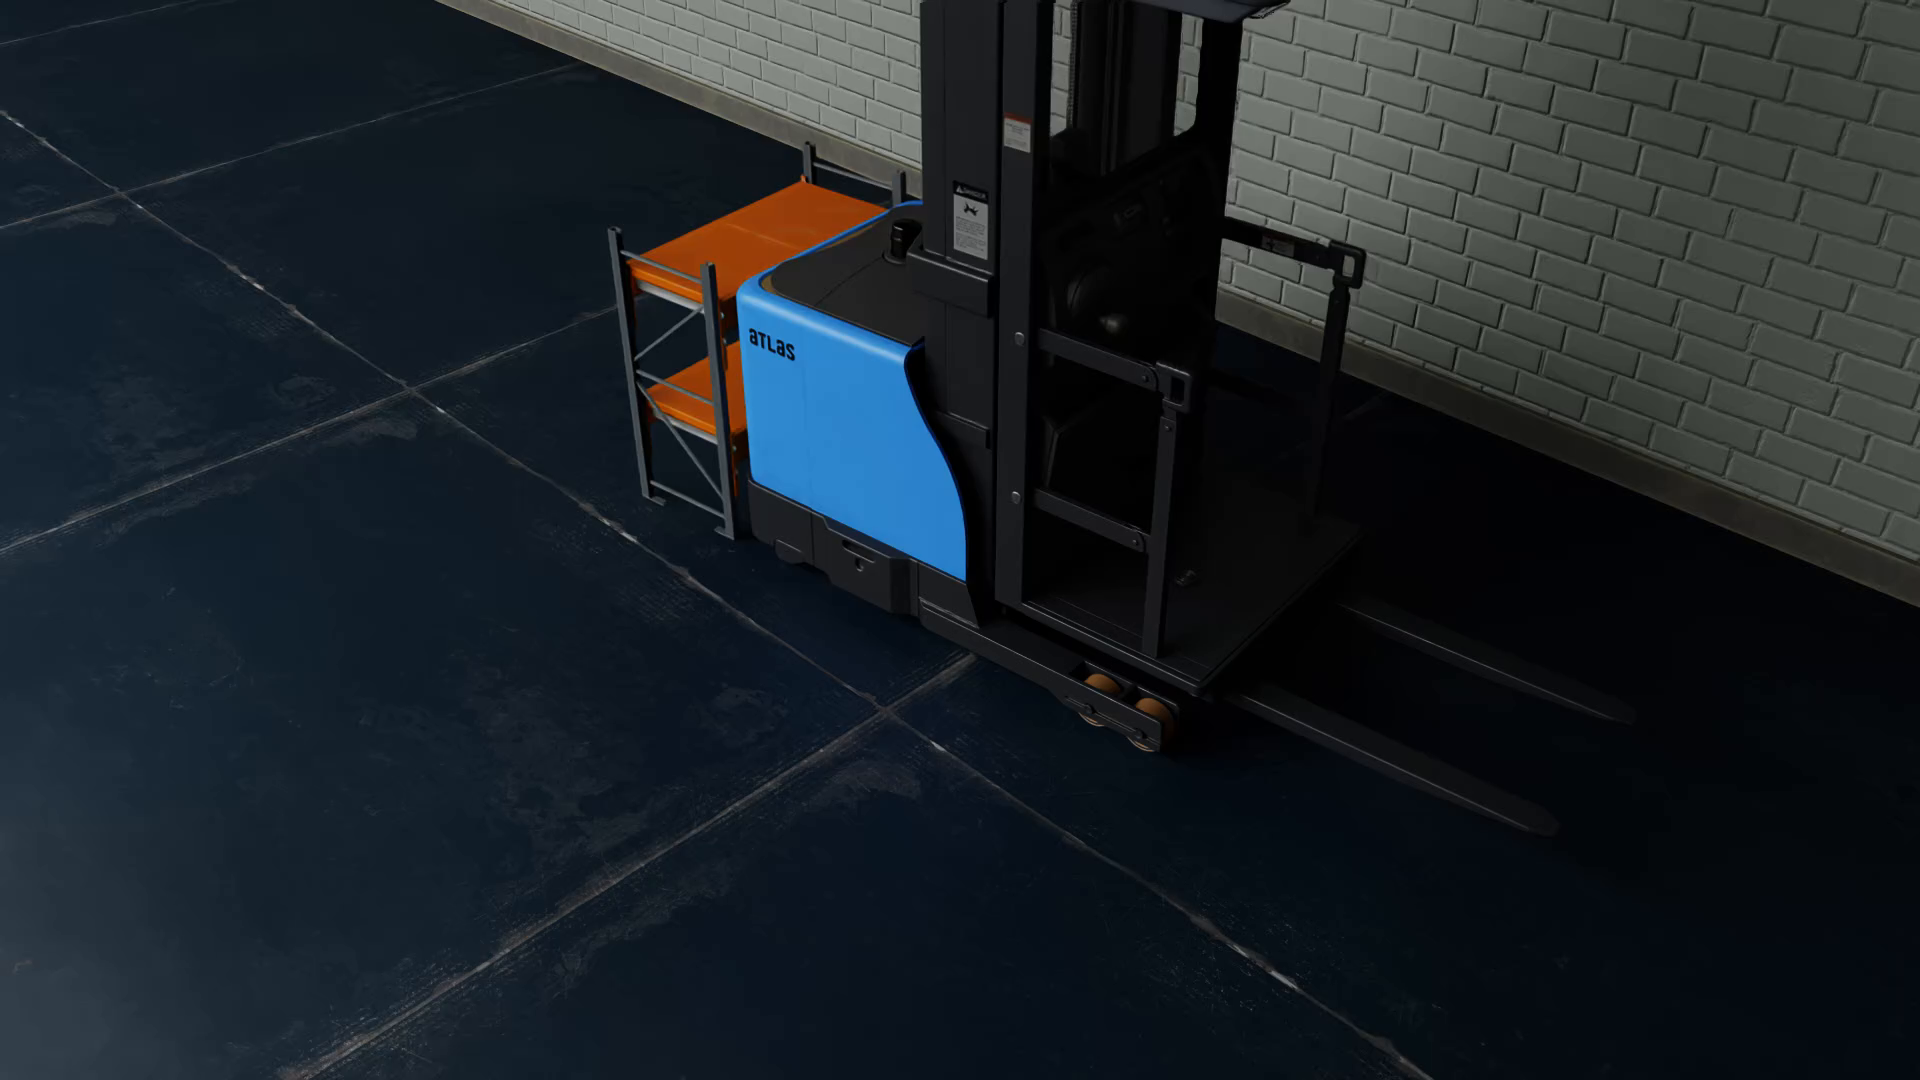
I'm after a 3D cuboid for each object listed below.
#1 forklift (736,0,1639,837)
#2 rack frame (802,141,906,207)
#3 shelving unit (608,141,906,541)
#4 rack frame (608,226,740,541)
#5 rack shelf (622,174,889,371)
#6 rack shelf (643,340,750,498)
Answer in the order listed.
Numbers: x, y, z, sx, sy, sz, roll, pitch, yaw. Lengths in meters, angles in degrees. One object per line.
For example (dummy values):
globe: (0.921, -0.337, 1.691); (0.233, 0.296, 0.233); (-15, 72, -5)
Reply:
forklift: (0.692, -0.875, 4.943); (3.031, 2.935, 1.130); (25, 42, 31)
rack frame: (-0.411, -1.012, 6.718); (0.500, 1.125, 0.032); (24, 41, 30)
shelving unit: (-0.723, -0.782, 6.388); (0.538, 1.125, 1.048); (24, 41, 30)
rack frame: (-1.035, -0.553, 6.059); (0.500, 1.125, 0.032); (24, 41, 30)
rack shelf: (-0.723, -1.022, 6.221); (0.538, 0.278, 1.000); (24, 41, 30)
rack shelf: (-0.723, -0.582, 6.528); (0.538, 0.278, 1.000); (24, 41, 30)
